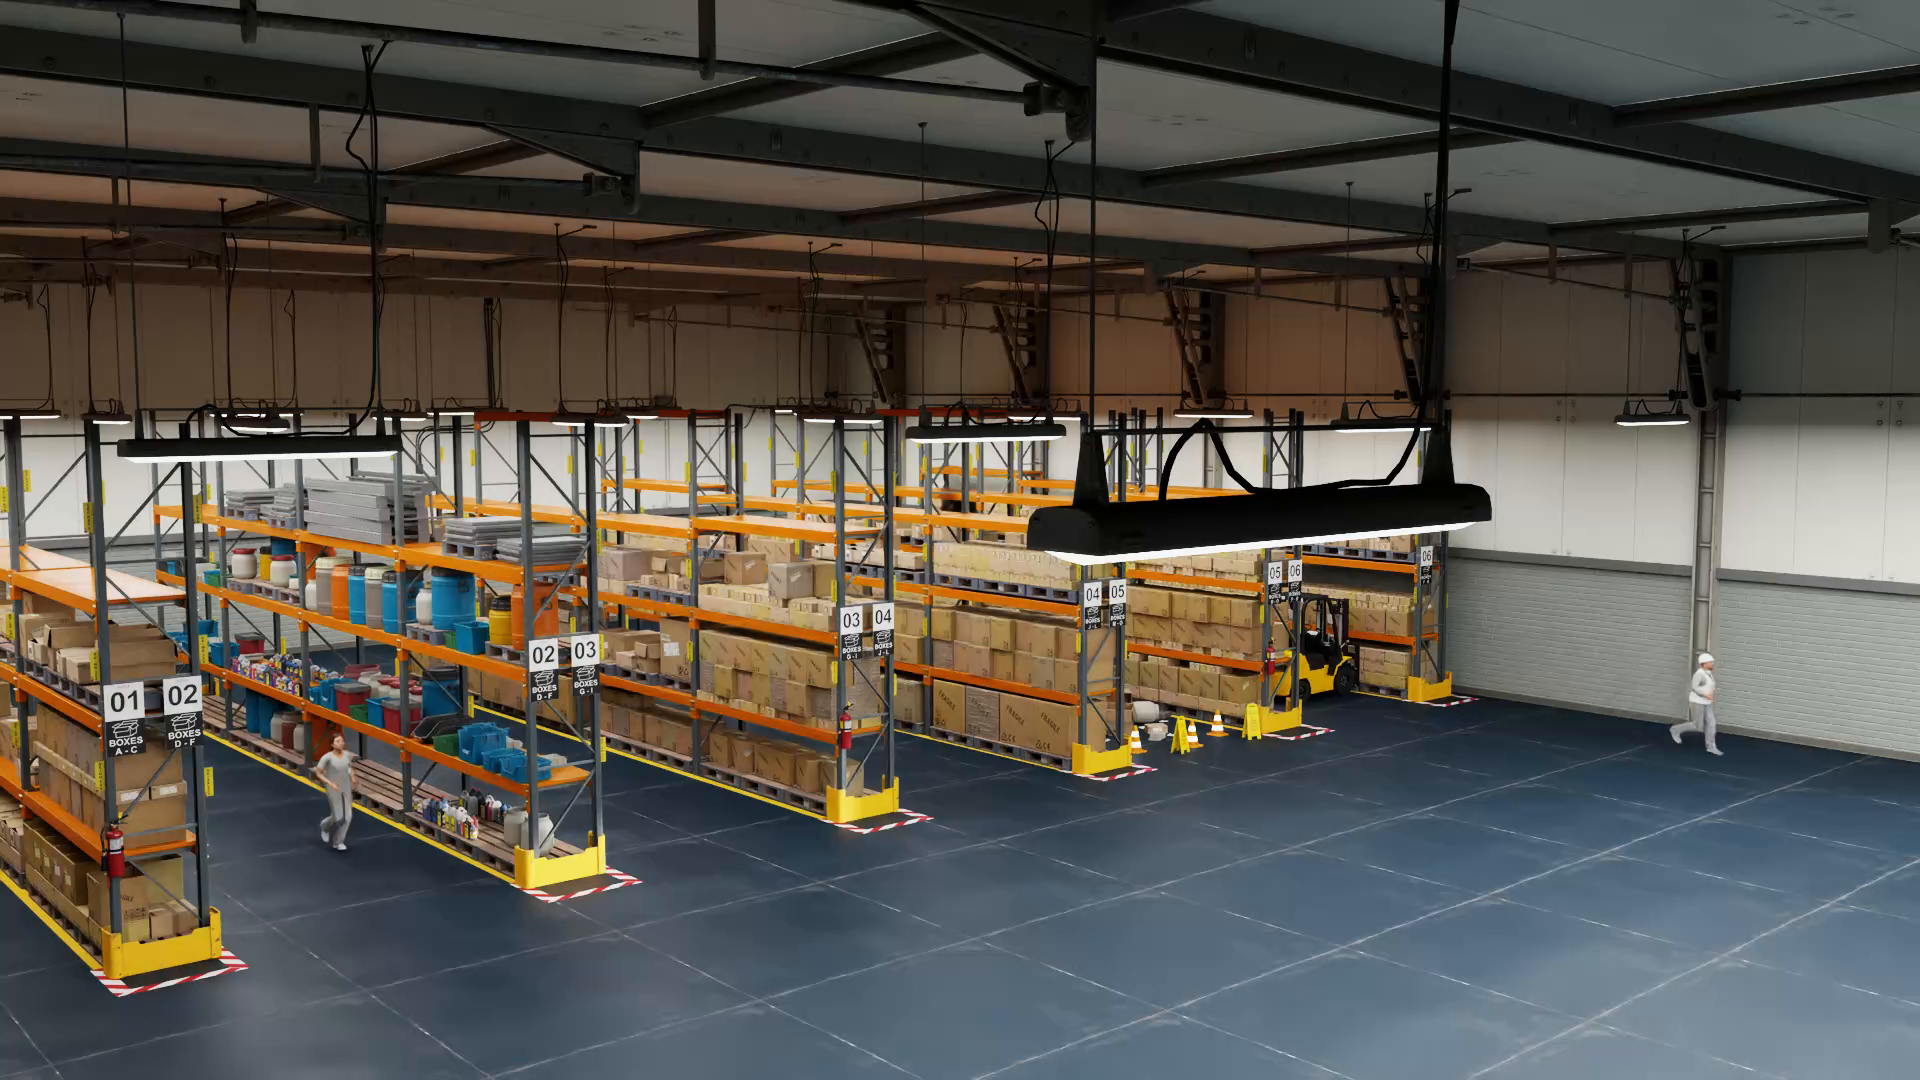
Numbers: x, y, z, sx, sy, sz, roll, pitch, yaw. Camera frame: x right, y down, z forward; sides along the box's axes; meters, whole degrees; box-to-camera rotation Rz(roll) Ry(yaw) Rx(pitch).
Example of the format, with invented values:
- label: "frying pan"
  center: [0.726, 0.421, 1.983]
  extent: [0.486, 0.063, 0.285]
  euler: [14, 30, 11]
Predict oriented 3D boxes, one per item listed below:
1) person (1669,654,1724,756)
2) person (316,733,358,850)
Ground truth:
- label: "person"
  center: [13.078, 2.878, 29.423]
  extent: [0.946, 1.767, 0.683]
  euler: [5, 7, 42]
- label: "person"
  center: [-8.668, 3.486, 23.139]
  extent: [0.558, 1.623, 0.548]
  euler: [4, 6, 38]
